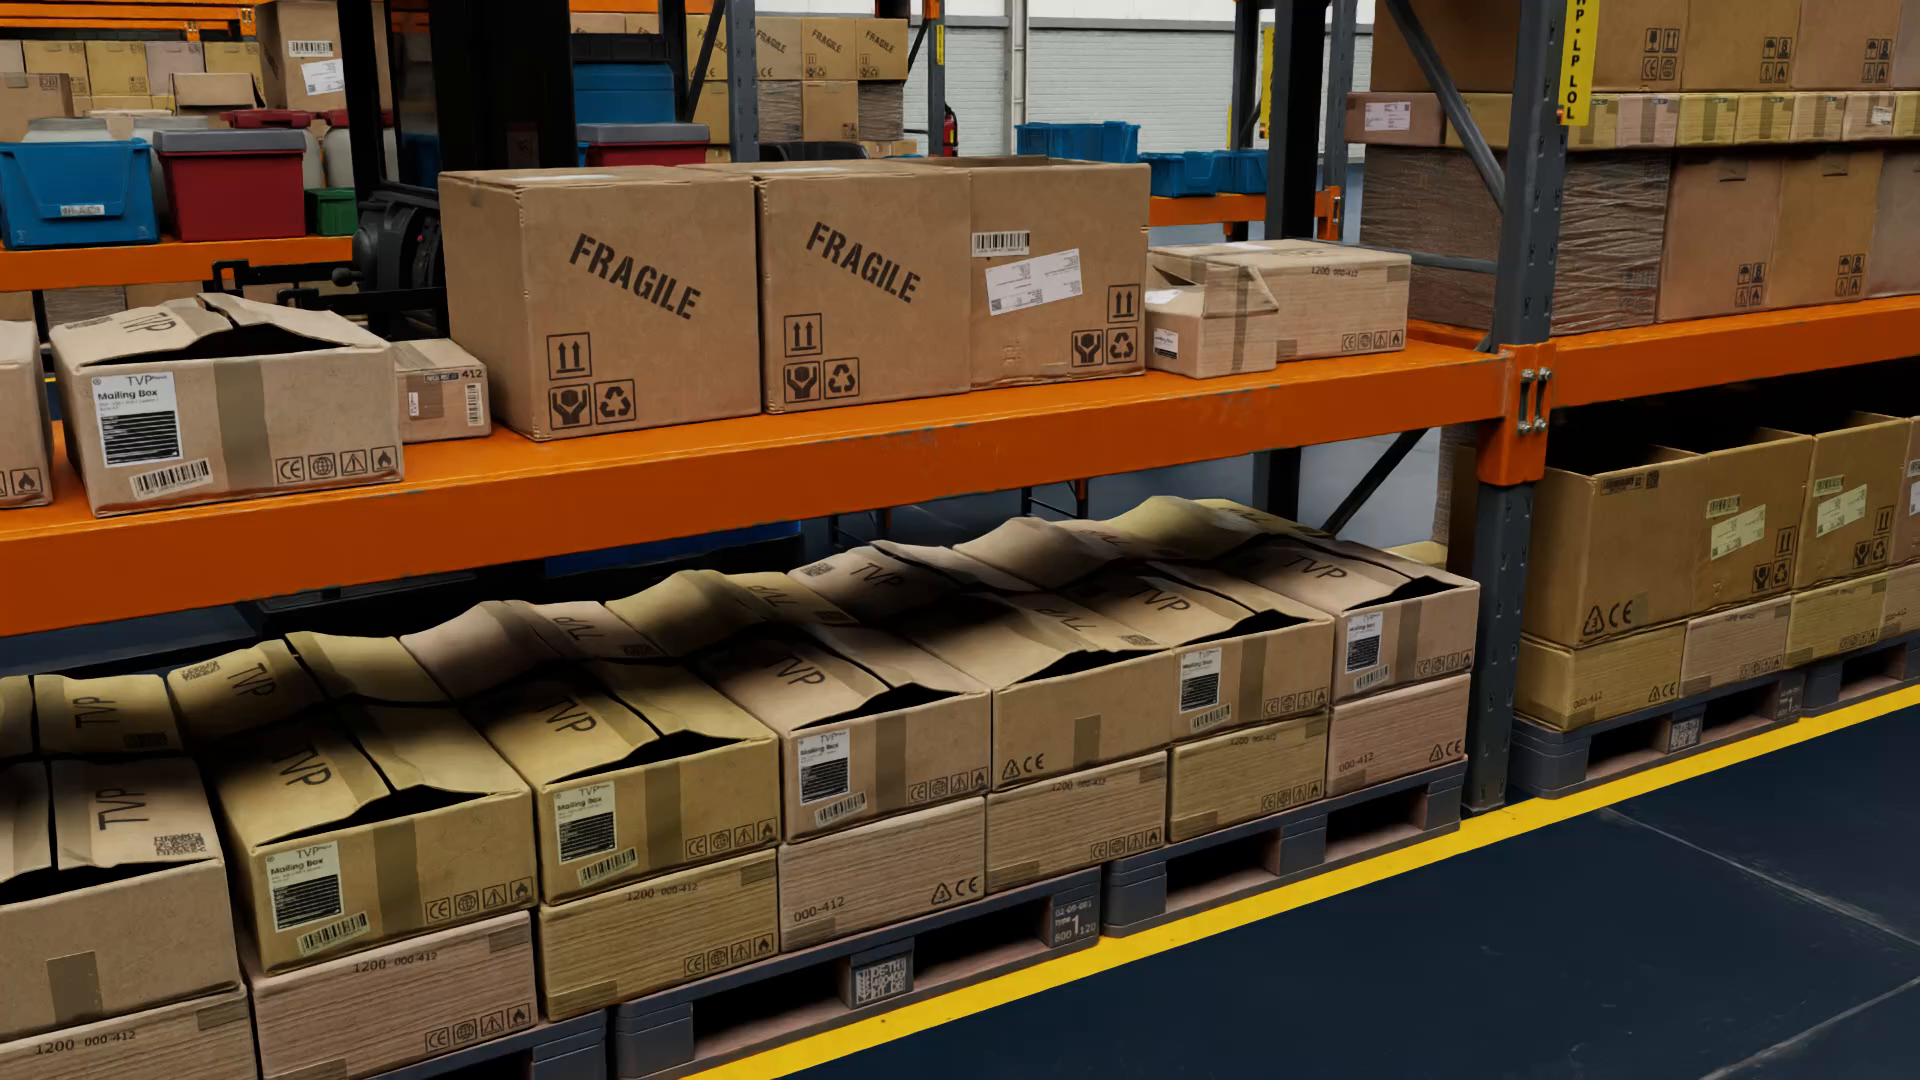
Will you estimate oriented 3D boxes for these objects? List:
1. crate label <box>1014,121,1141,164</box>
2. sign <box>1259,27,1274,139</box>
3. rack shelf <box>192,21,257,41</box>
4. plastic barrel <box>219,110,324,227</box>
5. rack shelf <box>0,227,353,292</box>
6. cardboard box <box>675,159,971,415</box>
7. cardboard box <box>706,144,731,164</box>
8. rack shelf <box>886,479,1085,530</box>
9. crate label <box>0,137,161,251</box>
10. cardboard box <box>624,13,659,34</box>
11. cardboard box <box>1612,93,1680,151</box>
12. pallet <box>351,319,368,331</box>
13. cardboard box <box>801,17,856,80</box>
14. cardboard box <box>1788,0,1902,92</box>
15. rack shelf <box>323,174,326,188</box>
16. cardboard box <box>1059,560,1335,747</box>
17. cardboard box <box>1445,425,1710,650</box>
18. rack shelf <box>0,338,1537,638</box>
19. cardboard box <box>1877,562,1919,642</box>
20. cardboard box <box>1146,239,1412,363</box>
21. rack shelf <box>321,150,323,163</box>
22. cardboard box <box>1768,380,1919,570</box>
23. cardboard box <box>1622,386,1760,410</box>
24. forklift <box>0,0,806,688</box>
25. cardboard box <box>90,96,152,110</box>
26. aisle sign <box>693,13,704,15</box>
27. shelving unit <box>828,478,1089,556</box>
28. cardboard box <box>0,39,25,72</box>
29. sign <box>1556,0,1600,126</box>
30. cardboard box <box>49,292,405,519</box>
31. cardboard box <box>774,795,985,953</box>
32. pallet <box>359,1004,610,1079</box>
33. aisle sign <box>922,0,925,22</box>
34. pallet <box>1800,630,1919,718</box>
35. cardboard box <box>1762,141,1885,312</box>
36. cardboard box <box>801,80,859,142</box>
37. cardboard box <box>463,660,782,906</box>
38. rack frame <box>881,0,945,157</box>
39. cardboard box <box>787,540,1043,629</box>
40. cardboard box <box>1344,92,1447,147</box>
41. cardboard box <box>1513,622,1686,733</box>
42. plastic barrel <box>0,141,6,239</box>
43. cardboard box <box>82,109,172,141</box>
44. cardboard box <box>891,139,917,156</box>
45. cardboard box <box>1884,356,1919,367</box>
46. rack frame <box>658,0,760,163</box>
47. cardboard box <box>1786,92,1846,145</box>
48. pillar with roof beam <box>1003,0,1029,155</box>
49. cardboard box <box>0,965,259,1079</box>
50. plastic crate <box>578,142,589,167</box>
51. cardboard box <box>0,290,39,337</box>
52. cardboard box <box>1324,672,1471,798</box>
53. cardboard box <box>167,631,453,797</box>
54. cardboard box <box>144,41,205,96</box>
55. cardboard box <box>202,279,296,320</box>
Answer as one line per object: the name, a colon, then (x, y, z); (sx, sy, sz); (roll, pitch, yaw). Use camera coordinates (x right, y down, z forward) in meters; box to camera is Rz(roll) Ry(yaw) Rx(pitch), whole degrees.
crate label: (0.675, -2.196, 9.619); (0.616, 0.435, 0.502); (-9, 18, -30)
sign: (0.946, -1.377, 5.016); (0.005, 0.325, 0.100); (-9, 18, -30)
rack shelf: (-9.815, -7.904, 25.823); (4.000, 0.370, 1.077); (-9, 18, -30)
plastic barrel: (-3.248, -1.762, 7.886); (0.433, 0.535, 0.433); (0, 16, 0)
rack shelf: (-3.029, -1.316, 7.882); (4.000, 0.370, 1.077); (-9, 18, -30)
cardboard box: (-0.315, -0.597, 3.796); (0.500, 0.500, 0.500); (-9, 18, -30)
cardboard box: (-2.057, -3.183, 13.673); (0.250, 0.149, 0.380); (-9, 18, -30)
rack shelf: (-0.006, -0.305, 7.321); (1.000, 0.278, 0.538); (-9, 18, -30)
crate label: (-3.753, -1.477, 7.057); (0.616, 0.435, 0.502); (-9, 18, -30)
cardboard box: (-2.492, -3.903, 13.186); (0.500, 0.500, 0.500); (-9, 18, -30)
cardboard box: (1.778, -1.182, 4.683); (0.250, 0.149, 0.380); (-9, 18, -29)
pallet: (-4.532, -1.636, 12.853); (1.213, 0.211, 1.003); (-9, 18, -30)
cardboard box: (-1.207, -4.111, 13.930); (0.500, 0.500, 0.500); (-9, 18, -30)
cardboard box: (2.472, -1.670, 5.222); (0.500, 0.500, 0.700); (-9, 18, -30)
rack shelf: (-5.580, -2.462, 11.970); (4.000, 0.370, 1.077); (-9, 18, -30)
cardboard box: (0.591, 0.254, 4.224); (0.500, 0.311, 0.500); (-9, 18, -28)
cardboard box: (1.792, -0.026, 4.871); (0.500, 0.500, 0.500); (-9, 18, -30)
rack shelf: (-0.482, -0.170, 3.791); (4.000, 0.370, 1.077); (-9, 18, -30)
cardboard box: (3.074, 0.126, 5.721); (0.500, 0.250, 0.500); (-9, 18, -30)
cardboard box: (0.833, -0.644, 4.426); (0.500, 0.250, 0.500); (-8, 18, -26)
rack shelf: (-8.048, -3.624, 16.114); (4.000, 0.370, 1.077); (-9, 18, -30)
cardboard box: (3.076, -0.235, 5.617); (0.500, 0.500, 0.500); (-9, 18, -30)
cardboard box: (2.379, -0.286, 5.799); (0.500, 0.500, 0.500); (-9, 18, -30)
forklift: (-2.103, -1.028, 5.646); (3.031, 2.935, 1.130); (-10, 19, -33)
cardboard box: (-7.943, -3.951, 15.761); (0.500, 0.500, 0.500); (-9, 18, -30)
aisle sign: (-2.999, -6.135, 18.924); (0.004, 0.787, 0.394); (-9, 18, -30)
shelving unit: (-0.006, -0.541, 7.255); (1.048, 1.125, 0.538); (-9, 18, -30)
cardboard box: (-8.940, -4.353, 15.343); (0.500, 0.500, 0.700); (-10, 18, -31)
sign: (1.521, -1.190, 4.097); (0.005, 0.325, 0.100); (-9, 18, -30)
cardboard box: (-1.330, -0.275, 2.998); (0.500, 0.311, 0.500); (-9, 18, -30)
cardboard box: (-0.283, 0.664, 3.801); (0.500, 0.250, 0.500); (-9, 18, -29)
pallet: (-1.470, 0.999, 3.455); (1.213, 0.211, 1.003); (-9, 18, -30)
aisle sign: (-0.229, -4.834, 14.280); (0.004, 0.787, 0.394); (-9, 18, -30)
pallet: (2.983, 0.277, 6.031); (1.213, 0.211, 1.003); (-9, 18, -30)
cardboard box: (2.491, -1.049, 5.410); (0.500, 0.500, 0.700); (-9, 18, -29)
cardboard box: (-1.289, -3.667, 14.197); (0.500, 0.500, 0.875); (-9, 18, -30)
cardboard box: (-0.711, 0.463, 3.477); (0.500, 0.311, 0.500); (-10, 18, -31)
rack frame: (-0.437, -3.643, 14.848); (0.127, 3.000, 1.000); (-9, 18, -30)
cardboard box: (-0.125, 0.198, 4.424); (0.500, 0.311, 0.500); (-10, 18, -32)
cardboard box: (1.356, -1.242, 4.897); (0.250, 0.149, 0.380); (-9, 18, -30)
cardboard box: (1.786, 0.333, 4.980); (0.500, 0.250, 0.500); (-9, 18, -30)
plastic barrel: (-4.502, -1.585, 7.255); (0.708, 0.536, 0.600); (-9, 18, -30)
cardboard box: (-5.739, -2.841, 11.486); (0.500, 0.250, 0.500); (-10, 18, -31)
cardboard box: (-0.575, -3.435, 14.570); (0.250, 0.149, 0.380); (-9, 18, -30)
cardboard box: (3.660, -0.497, 6.551); (0.500, 0.500, 0.500); (-9, 18, -30)
rack frame: (-1.315, -1.941, 8.776); (0.127, 3.000, 1.000); (-9, 18, -30)
cardboard box: (2.438, -1.290, 5.066); (0.250, 0.149, 0.380); (-10, 18, -32)
pillar with roof beam: (3.342, -10.756, 29.109); (0.400, 9.000, 9.100); (-9, 18, -30)
cardboard box: (-1.596, 0.879, 3.034); (0.500, 0.250, 0.500); (-9, 18, -30)
plastic crate: (-2.100, -1.708, 7.975); (0.575, 0.384, 0.392); (-9, 18, -30)
cardboard box: (-6.731, -1.637, 11.508); (0.500, 0.500, 0.700); (-10, 19, -33)
cardboard box: (1.027, 0.452, 4.556); (0.500, 0.250, 0.500); (-9, 18, -30)
cardboard box: (-1.432, 0.410, 3.667); (0.500, 0.311, 0.500); (-10, 18, -31)
cardboard box: (-7.629, -4.566, 16.102); (0.500, 0.500, 0.700); (-9, 18, -29)
cardboard box: (-5.301, -1.875, 12.357); (0.500, 0.500, 0.700); (-11, 19, -34)
